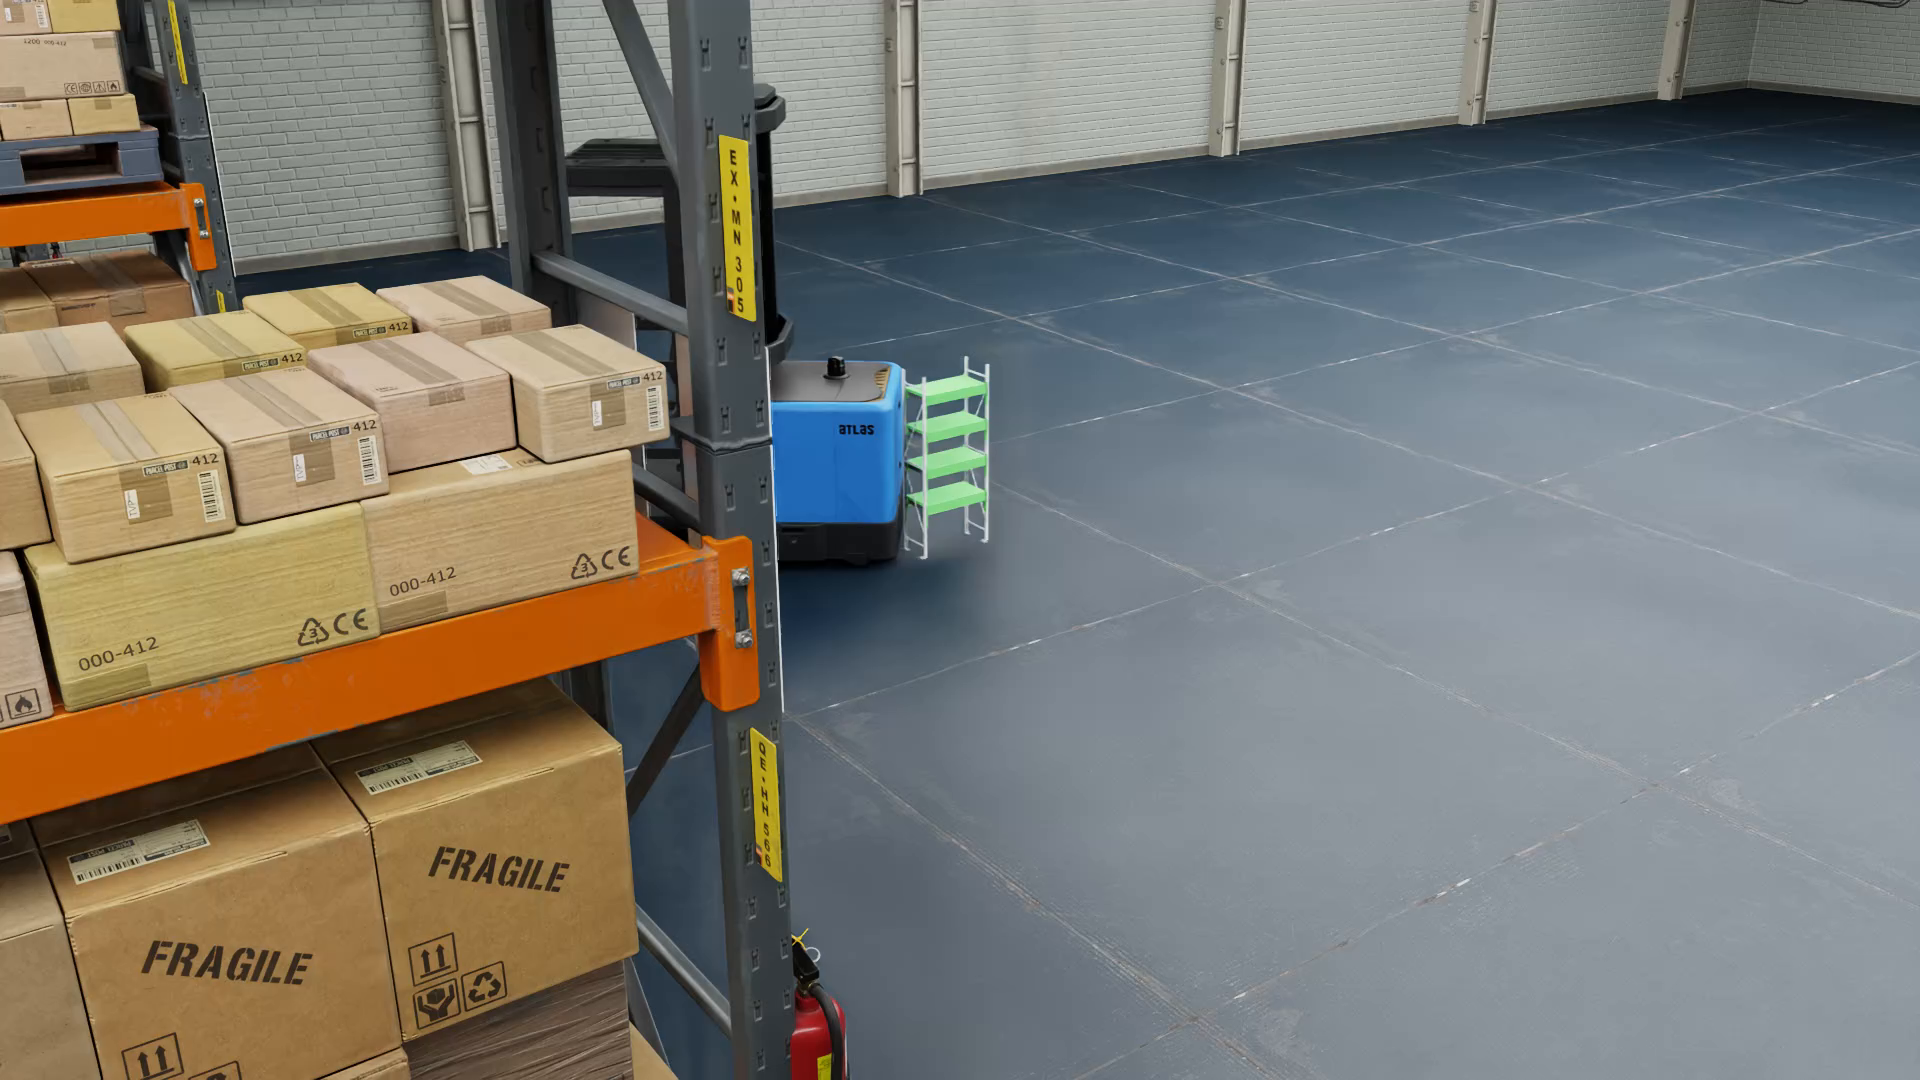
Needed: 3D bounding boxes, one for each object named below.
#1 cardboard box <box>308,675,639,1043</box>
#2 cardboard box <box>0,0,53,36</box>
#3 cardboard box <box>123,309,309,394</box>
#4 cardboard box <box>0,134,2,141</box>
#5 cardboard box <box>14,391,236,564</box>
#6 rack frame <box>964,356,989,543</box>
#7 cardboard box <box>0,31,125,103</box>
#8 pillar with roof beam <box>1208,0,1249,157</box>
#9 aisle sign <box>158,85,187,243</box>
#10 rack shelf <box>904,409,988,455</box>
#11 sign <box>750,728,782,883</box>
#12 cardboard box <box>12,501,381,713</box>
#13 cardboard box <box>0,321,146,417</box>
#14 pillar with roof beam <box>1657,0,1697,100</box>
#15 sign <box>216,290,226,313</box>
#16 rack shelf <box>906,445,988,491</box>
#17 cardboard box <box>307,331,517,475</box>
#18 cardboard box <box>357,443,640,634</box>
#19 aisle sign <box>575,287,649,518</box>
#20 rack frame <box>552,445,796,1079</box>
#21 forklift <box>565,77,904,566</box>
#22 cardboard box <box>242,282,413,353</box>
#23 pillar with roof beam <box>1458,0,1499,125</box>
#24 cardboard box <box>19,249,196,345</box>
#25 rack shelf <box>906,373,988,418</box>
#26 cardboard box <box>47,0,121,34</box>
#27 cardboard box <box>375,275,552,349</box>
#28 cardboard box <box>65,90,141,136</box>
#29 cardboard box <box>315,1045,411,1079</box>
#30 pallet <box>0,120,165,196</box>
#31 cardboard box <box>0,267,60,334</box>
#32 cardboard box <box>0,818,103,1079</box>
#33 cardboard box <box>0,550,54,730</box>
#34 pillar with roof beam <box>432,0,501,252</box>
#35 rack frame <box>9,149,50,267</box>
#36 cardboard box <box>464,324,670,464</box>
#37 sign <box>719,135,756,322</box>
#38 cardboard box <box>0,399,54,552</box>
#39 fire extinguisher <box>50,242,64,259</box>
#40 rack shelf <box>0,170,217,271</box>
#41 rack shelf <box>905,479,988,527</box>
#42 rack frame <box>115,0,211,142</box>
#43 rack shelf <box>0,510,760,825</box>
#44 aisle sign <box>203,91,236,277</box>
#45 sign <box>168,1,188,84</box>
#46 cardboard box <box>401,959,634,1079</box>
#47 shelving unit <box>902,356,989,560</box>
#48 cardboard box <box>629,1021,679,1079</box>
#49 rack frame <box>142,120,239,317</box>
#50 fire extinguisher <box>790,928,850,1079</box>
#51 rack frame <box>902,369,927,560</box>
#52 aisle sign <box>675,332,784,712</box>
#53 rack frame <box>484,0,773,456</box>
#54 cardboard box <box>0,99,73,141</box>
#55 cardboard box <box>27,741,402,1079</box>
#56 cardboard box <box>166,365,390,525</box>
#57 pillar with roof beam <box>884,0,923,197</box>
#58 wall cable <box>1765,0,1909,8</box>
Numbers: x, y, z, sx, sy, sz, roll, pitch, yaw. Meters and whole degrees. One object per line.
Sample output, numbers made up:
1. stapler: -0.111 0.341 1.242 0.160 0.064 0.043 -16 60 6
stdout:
1. cardboard box: -1.014 0.612 3.430 0.500 0.500 0.500 -15 26 -33
2. cardboard box: -3.806 -2.106 6.641 0.250 0.149 0.380 -15 26 -33
3. cardboard box: -1.471 -0.332 3.298 0.250 0.149 0.380 -15 26 -34
4. cardboard box: -4.012 -1.680 6.650 0.250 0.149 0.380 -14 26 -32
5. cardboard box: -1.383 -0.112 2.747 0.250 0.149 0.380 -15 26 -33
6. rack frame: 0.106 -0.577 10.722 0.015 1.200 0.240 -15 26 -34
7. cardboard box: -3.761 -1.959 6.812 0.500 0.250 0.500 -15 26 -32
8. pillar with roof beam: 6.632 -8.914 21.093 0.400 9.000 9.100 -15 26 -33
9. aisle sign: -3.645 -1.759 7.750 0.004 0.787 0.394 -15 26 -33
10. rack shelf: -0.090 -0.686 10.521 0.480 0.148 0.258 -15 26 -34
11. sign: -0.404 0.555 3.471 0.005 0.325 0.100 -15 26 -33
12. cardboard box: -1.359 0.034 2.919 0.500 0.250 0.500 -15 26 -33
13. cardboard box: -1.734 -0.295 3.204 0.250 0.149 0.380 -14 26 -31
14. pillar with roof beam: 16.373 -11.511 27.602 0.400 9.000 9.100 -15 26 -33
15. sign: -3.221 -0.928 7.292 0.005 0.325 0.100 -15 26 -33
16. rack shelf: -0.090 -0.463 10.610 0.480 0.148 0.258 -15 26 -34
17. cardboard box: -1.035 -0.266 3.132 0.250 0.149 0.380 -16 27 -35
18. cardboard box: -0.955 -0.075 3.192 0.500 0.250 0.500 -14 26 -32
19. aisle sign: -0.837 -0.243 3.951 0.004 0.787 0.394 -15 26 -33
20. rack frame: -0.712 1.068 4.173 0.127 3.000 1.000 -15 26 -33
21. forklift: -1.897 -1.380 10.400 3.031 2.935 1.130 1 22 1
22. cardboard box: -1.338 -0.424 3.528 0.250 0.149 0.380 -14 26 -32
23. pillar with roof beam: 11.503 -10.213 24.347 0.400 9.000 9.100 -15 26 -33
24. cardboard box: -3.851 -0.949 7.567 0.550 0.550 0.875 -15 26 -33
25. rack shelf: -0.090 -0.909 10.433 0.480 0.148 0.258 -15 26 -34
26. cardboard box: -3.602 -2.160 6.775 0.250 0.149 0.380 -15 26 -32
27. cardboard box: -1.071 -0.451 3.596 0.250 0.149 0.380 -15 26 -33
28. cardboard box: -3.599 -1.790 6.926 0.250 0.149 0.380 -15 26 -33
29. cardboard box: -1.511 1.138 3.460 0.500 0.500 0.875 -15 26 -33
30. pallet: -4.123 -1.635 7.018 1.213 0.211 1.003 -15 26 -33
31. cardboard box: -4.243 -0.802 7.200 0.550 0.550 0.875 -15 26 -33
32. cardboard box: -1.824 0.830 2.885 0.500 0.500 0.500 -15 26 -33
33. cardboard box: -1.780 0.142 2.647 0.500 0.250 0.500 -14 26 -32
34. pillar with roof beam: -3.109 -6.316 14.584 0.400 9.000 9.100 -15 26 -33
35. rack frame: -6.500 -1.914 11.645 0.127 3.000 1.000 -15 26 -33
36. cardboard box: -0.755 -0.287 3.185 0.250 0.149 0.380 -15 26 -33
37. sign: -0.404 -0.565 3.024 0.005 0.325 0.100 -15 26 -33
38. cardboard box: -1.657 -0.096 2.707 0.250 0.149 0.380 -15 26 -32
39. fire extinguisher: -6.138 -1.764 11.374 0.183 0.674 0.296 -15 26 -33
40. rack shelf: -5.150 -1.072 6.460 4.000 0.370 1.077 -15 26 -33
41. rack shelf: -0.090 -0.240 10.699 0.480 0.148 0.258 -15 26 -34
42. rack frame: -3.527 -3.233 6.856 0.127 3.000 1.000 -15 26 -33
43. rack shelf: -2.336 0.442 2.666 4.000 0.370 1.077 -15 26 -33
44. aisle sign: -3.294 -1.579 7.298 0.004 0.787 0.394 -15 26 -33
45. sign: -3.221 -2.048 6.845 0.005 0.325 0.100 -15 26 -33
46. cardboard box: -1.175 0.994 3.822 0.500 0.500 0.875 -15 26 -33
47. shelving unit: -0.090 -0.522 10.587 0.503 1.200 0.258 -15 26 -34
48. cardboard box: -0.823 1.308 3.909 0.250 0.149 0.380 -15 26 -33
49. rack frame: -3.527 -0.446 7.967 0.127 3.000 1.000 -15 26 -33
50. fire extinguisher: -0.350 1.218 3.902 0.183 0.674 0.296 -15 26 -33
51. rack frame: -0.286 -0.468 10.451 0.015 1.200 0.240 -15 26 -34
52. aisle sign: -0.487 -0.063 3.499 0.004 0.787 0.394 -15 26 -33
53. rack frame: -0.712 -1.719 3.061 0.127 3.000 1.000 -15 26 -33
54. cardboard box: -3.804 -1.736 6.790 0.250 0.149 0.380 -15 26 -32
55. cardboard box: -1.417 0.722 3.154 0.500 0.500 0.500 -15 26 -33
56. cardboard box: -1.193 -0.174 2.901 0.250 0.149 0.380 -16 27 -35
57. pillar with roof beam: 1.762 -7.615 17.838 0.400 9.000 9.100 -15 26 -33
58. wall cable: 17.022 -11.604 32.024 0.112 2.526 3.097 -15 26 -33
